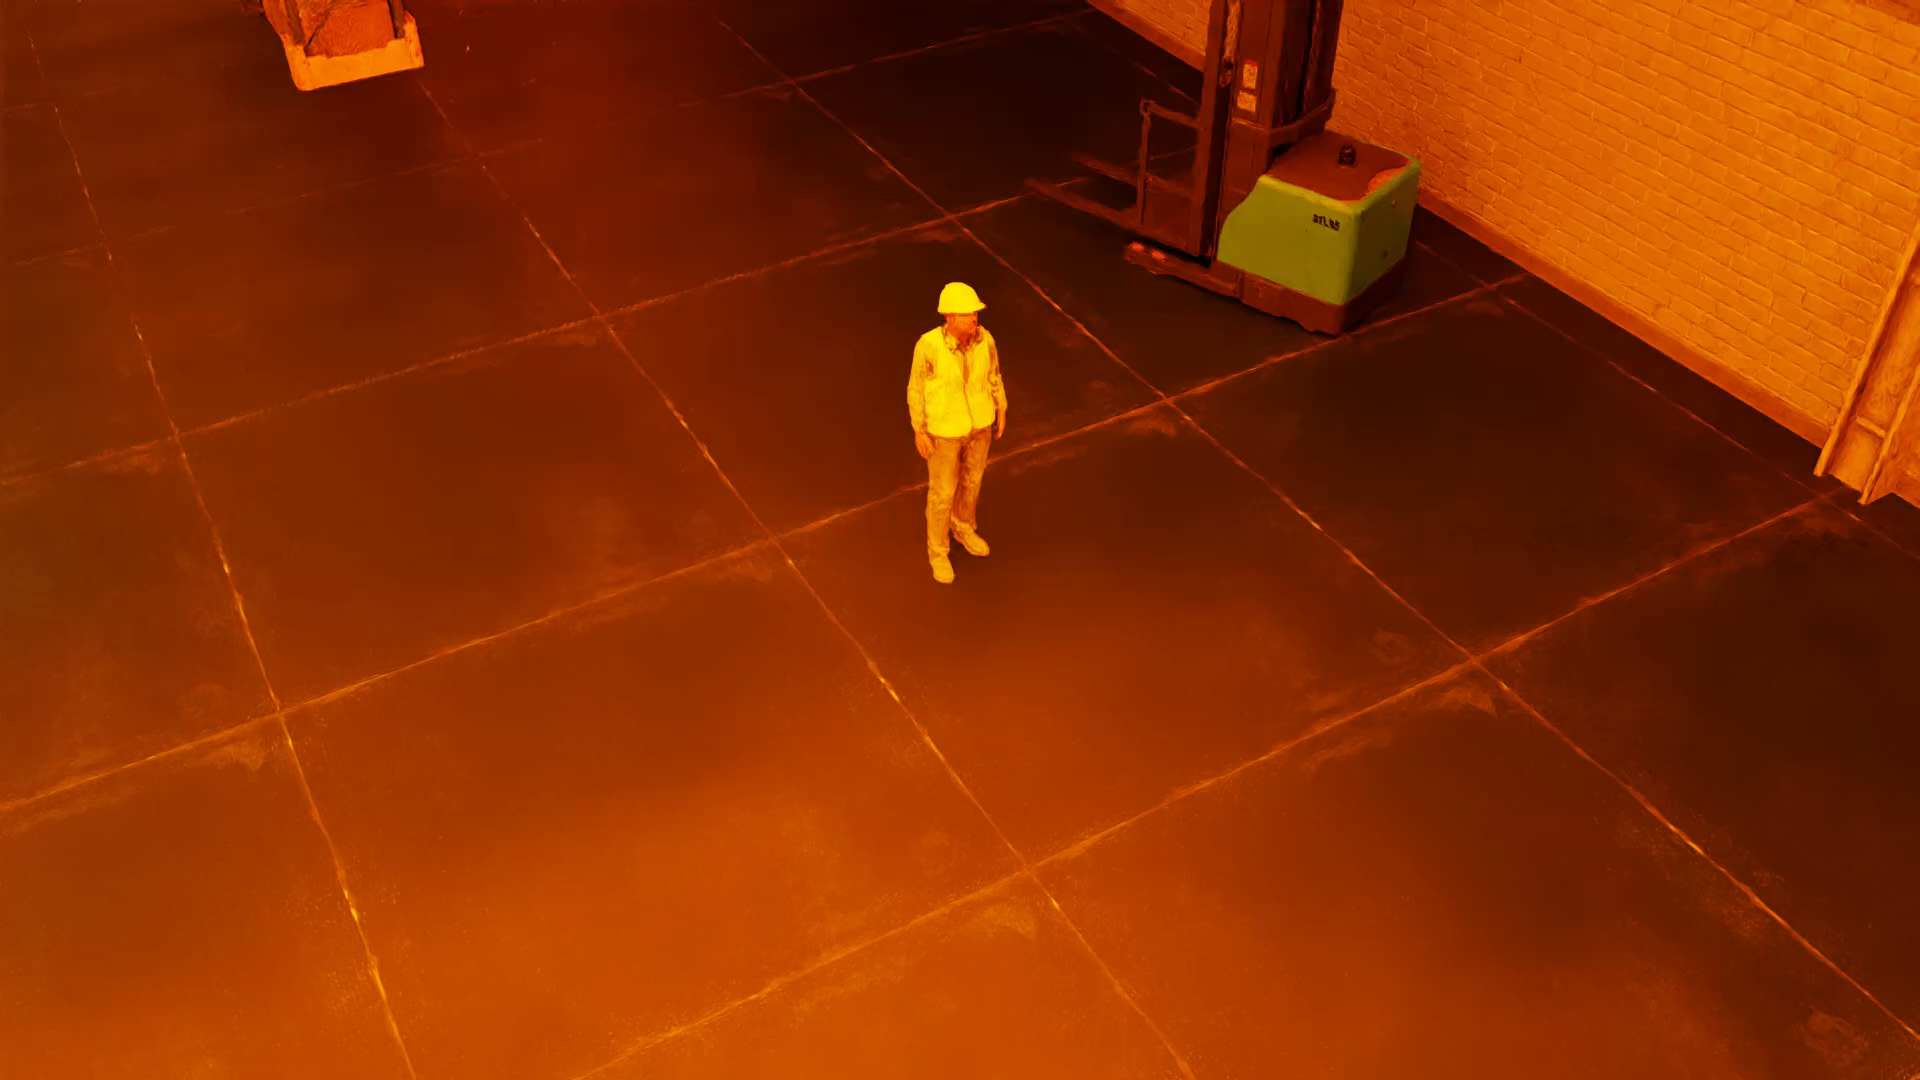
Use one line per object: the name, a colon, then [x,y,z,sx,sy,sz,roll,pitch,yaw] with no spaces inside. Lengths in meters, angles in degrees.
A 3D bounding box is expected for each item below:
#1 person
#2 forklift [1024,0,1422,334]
person: [0.024,-0.651,9.716,0.632,1.773,0.567,-20,44,-23]
forklift: [1.889,-3.411,12.149,3.031,2.935,1.130,28,47,30]
